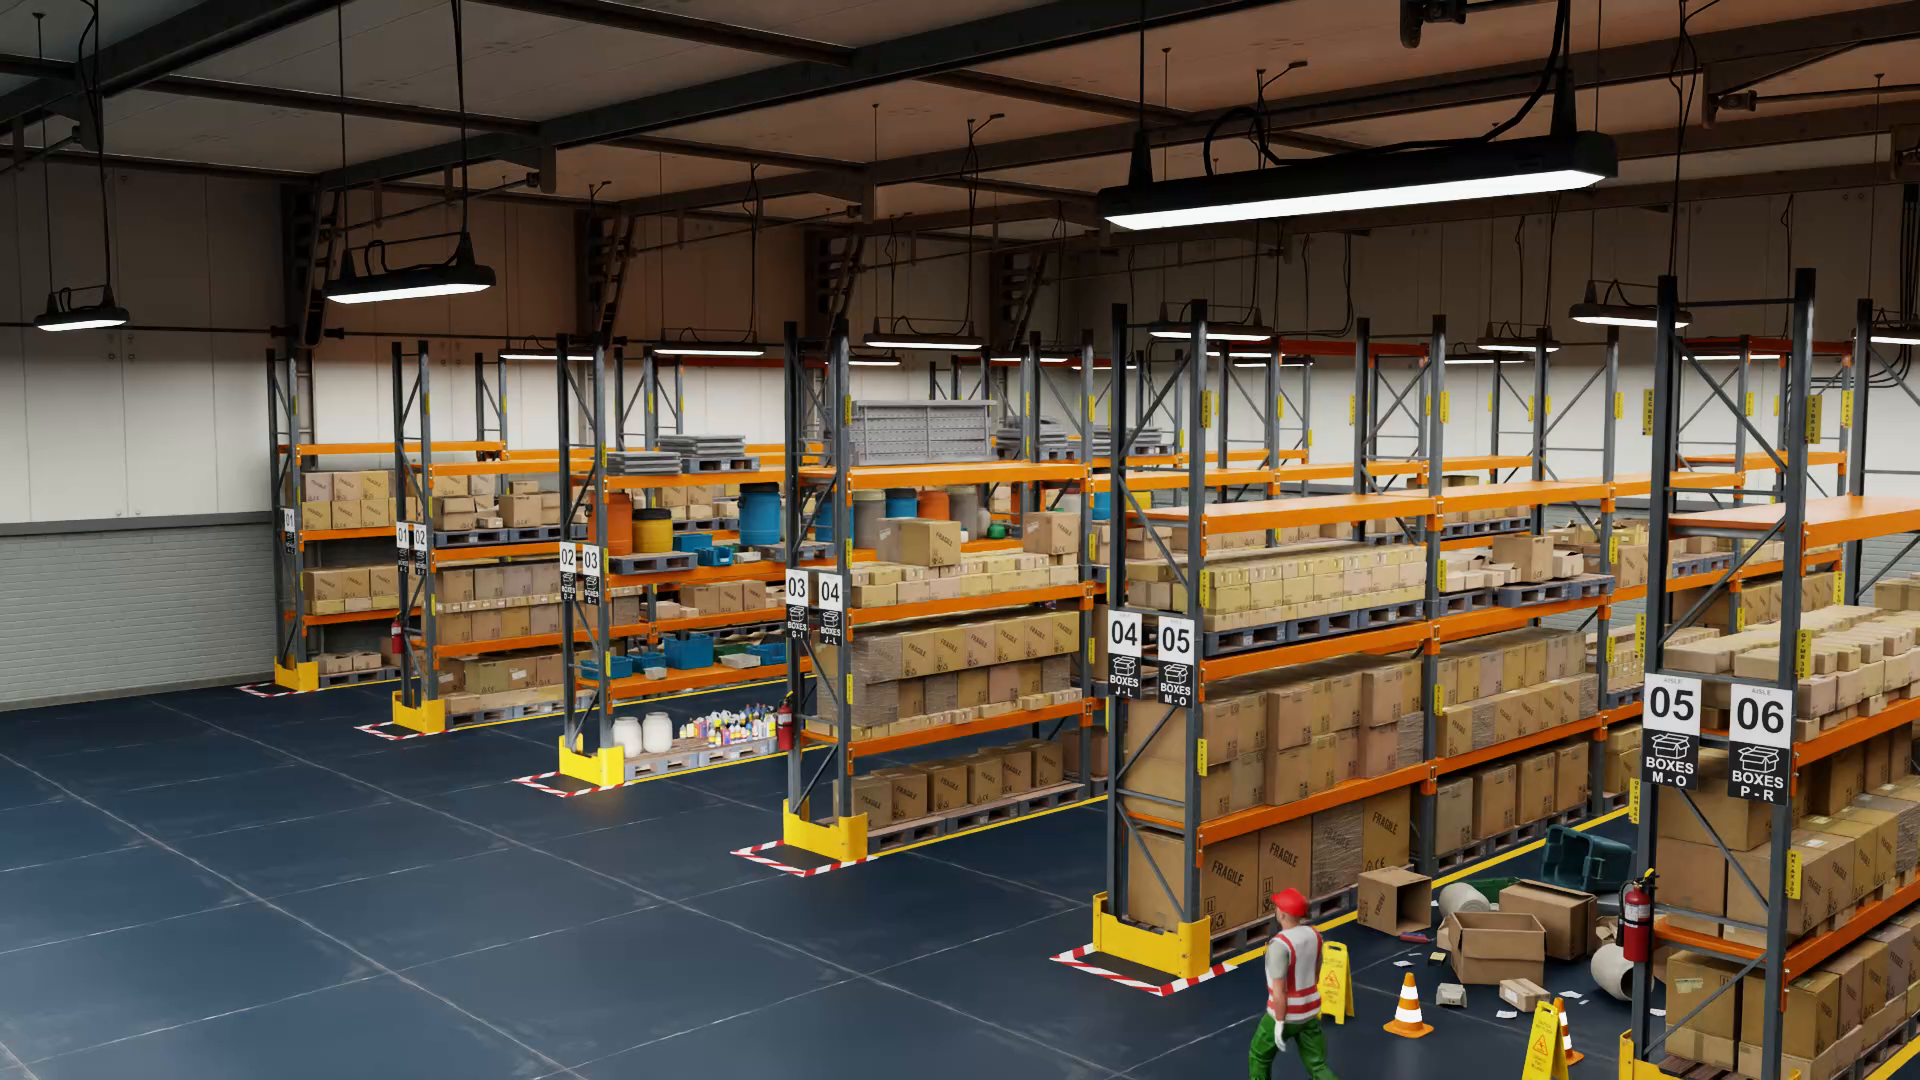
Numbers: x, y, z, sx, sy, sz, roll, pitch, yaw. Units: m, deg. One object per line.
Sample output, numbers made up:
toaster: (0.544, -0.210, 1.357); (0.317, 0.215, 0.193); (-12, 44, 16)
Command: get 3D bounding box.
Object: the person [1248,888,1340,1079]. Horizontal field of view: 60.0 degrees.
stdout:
person: (2.319, 3.291, 11.572); (0.538, 1.748, 1.075); (-5, 7, -42)
